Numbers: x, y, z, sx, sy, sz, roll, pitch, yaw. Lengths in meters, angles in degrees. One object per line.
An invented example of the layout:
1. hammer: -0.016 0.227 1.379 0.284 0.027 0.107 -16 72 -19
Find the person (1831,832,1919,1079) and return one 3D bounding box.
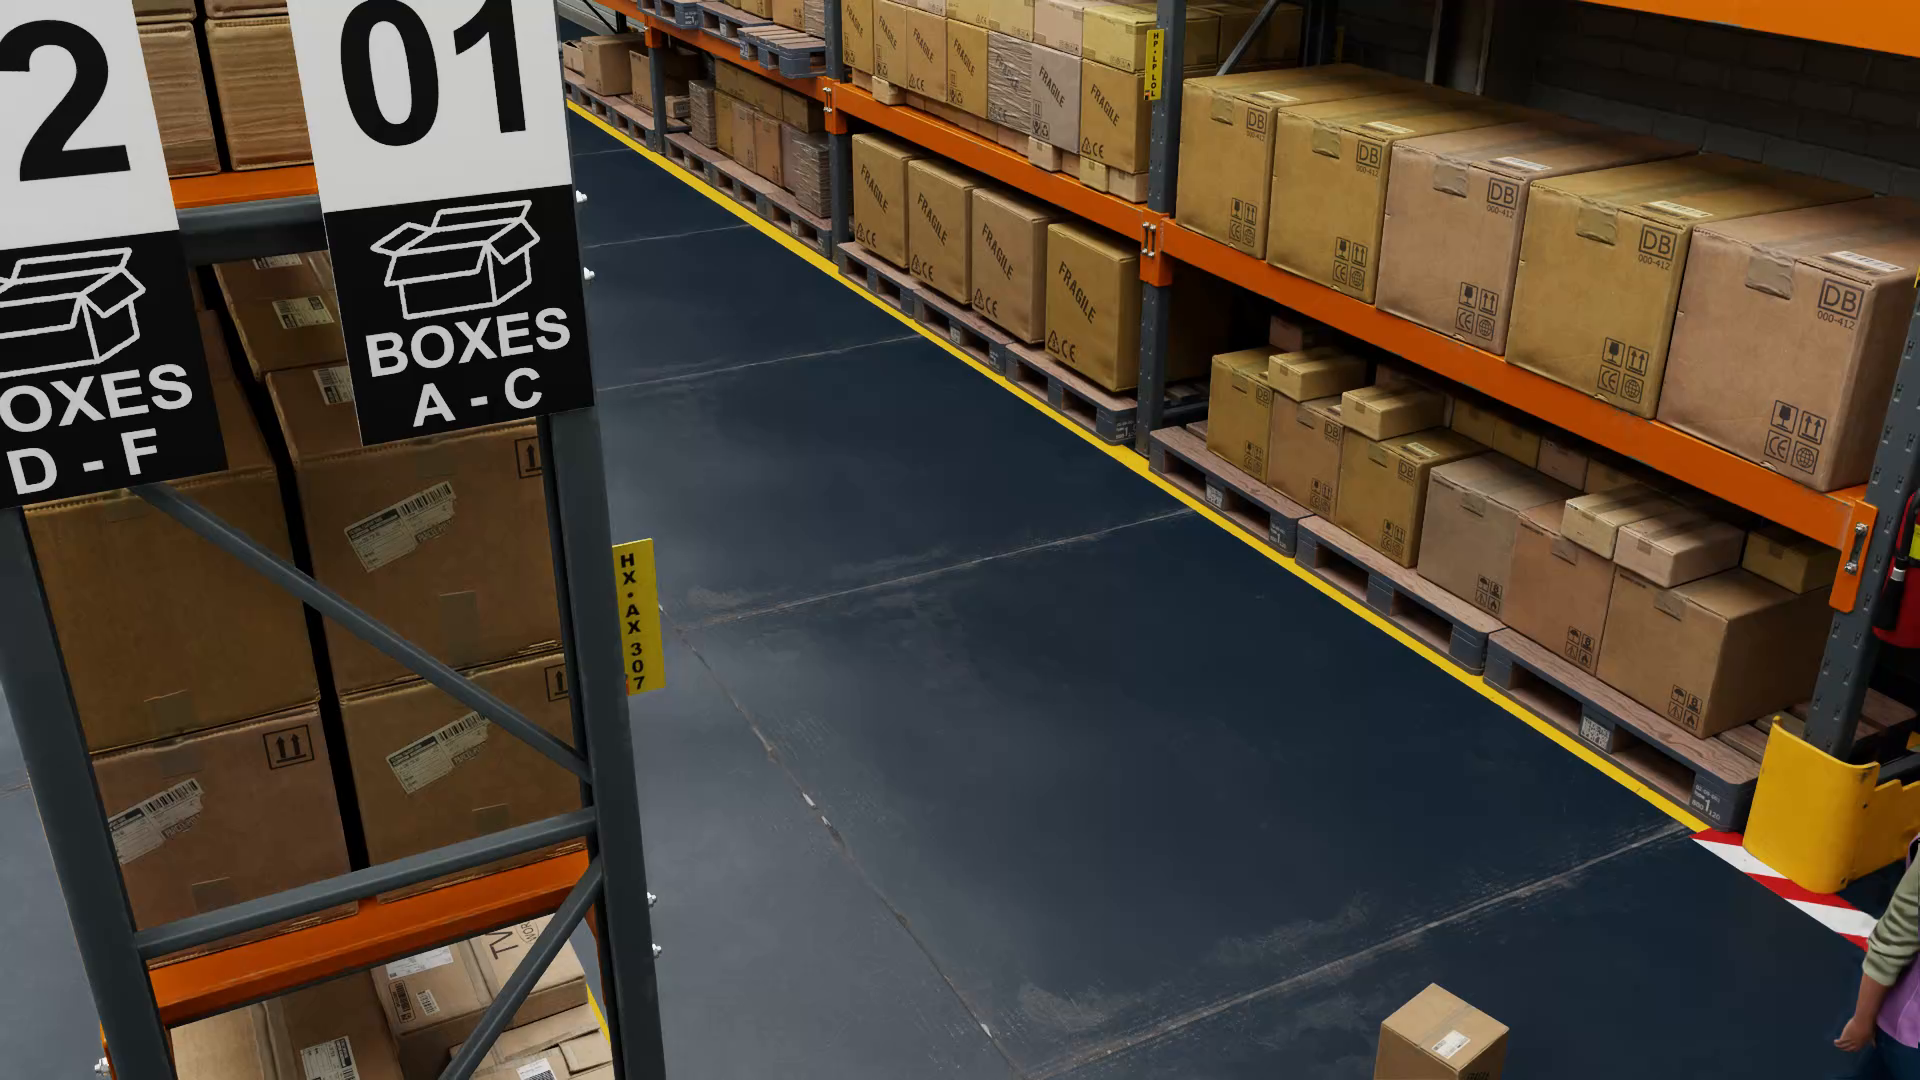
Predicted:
1. person: 2.293 1.132 3.802 0.415 1.624 0.701 -20 32 -35
